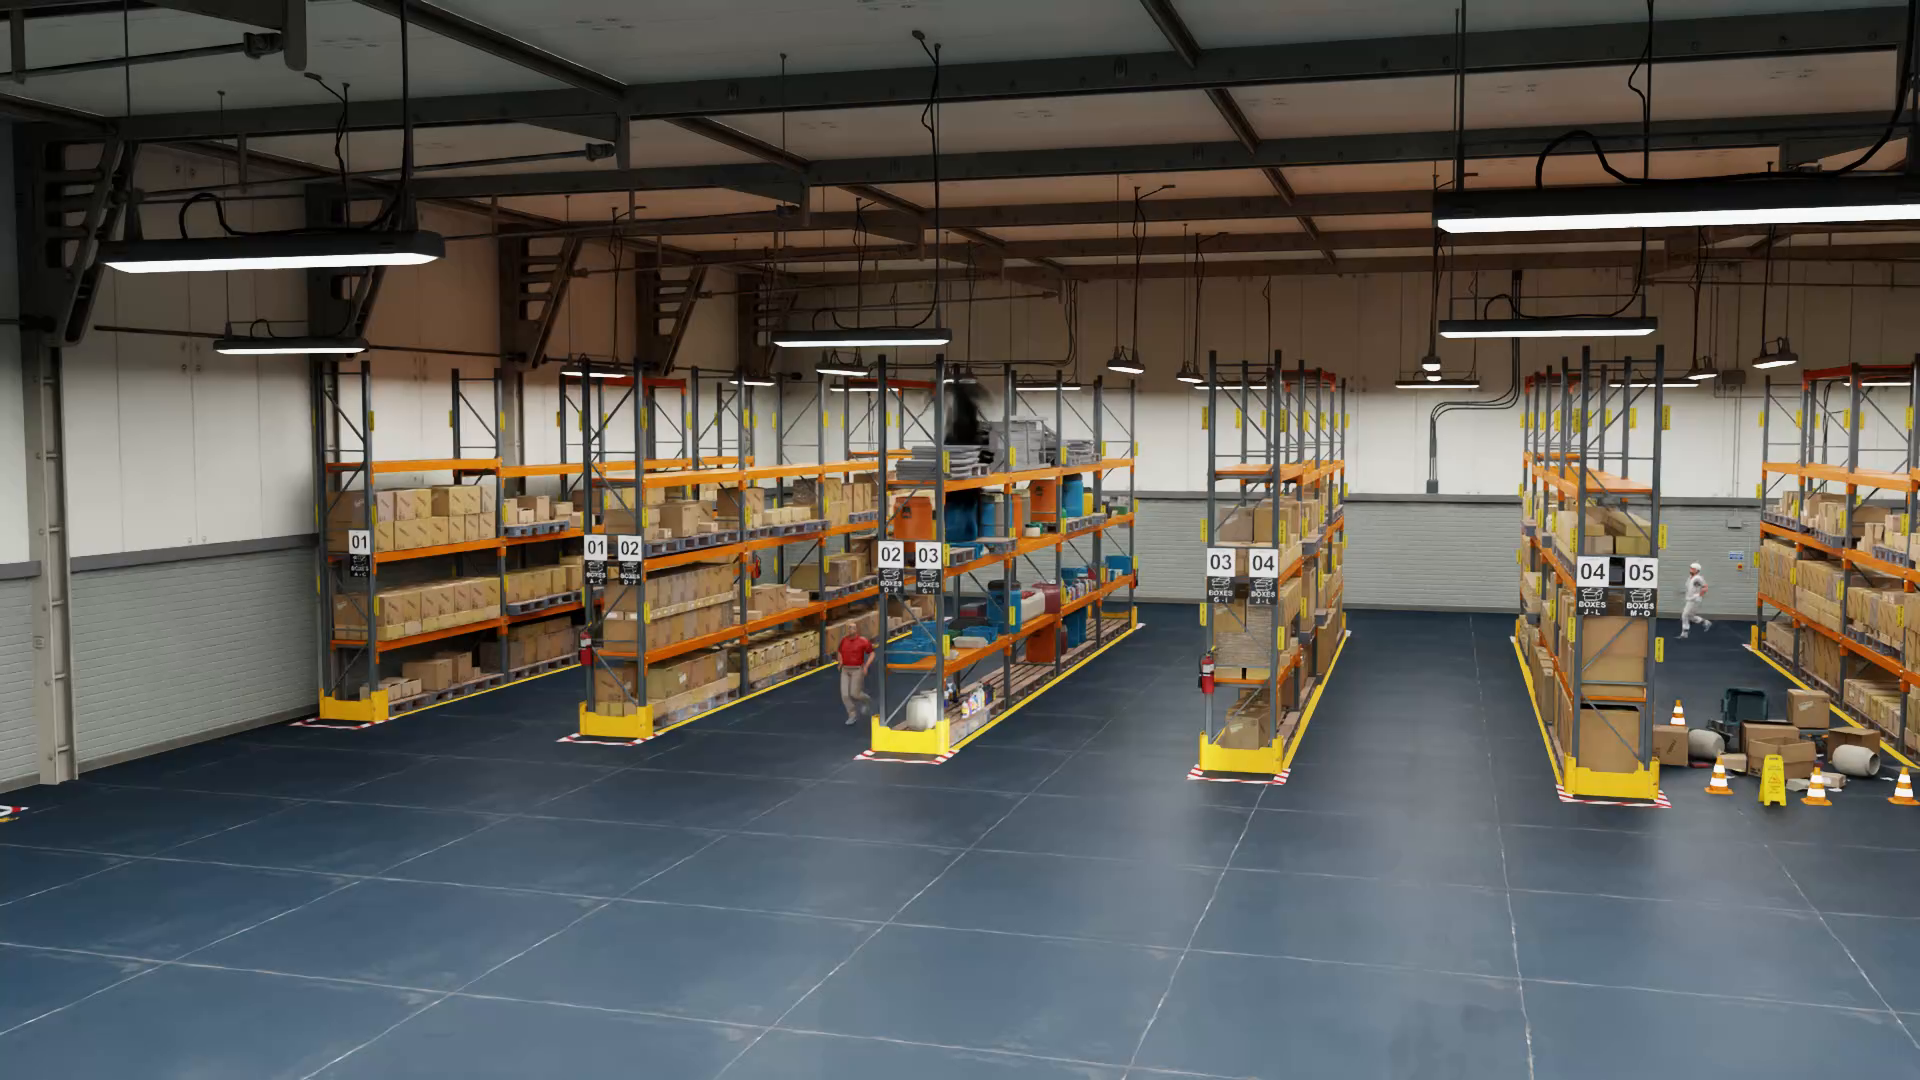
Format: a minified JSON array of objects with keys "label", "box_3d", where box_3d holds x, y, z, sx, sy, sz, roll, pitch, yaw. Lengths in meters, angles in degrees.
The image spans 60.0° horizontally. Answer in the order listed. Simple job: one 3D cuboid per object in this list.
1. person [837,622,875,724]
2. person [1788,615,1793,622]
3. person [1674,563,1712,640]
[{"label":"person","box_3d":[-1.759,2.203,27.631,0.665,1.681,0.603,2,4,23]},{"label":"person","box_3d":[18.867,1.519,37.273,0.643,1.653,0.607,-3,5,-32]},{"label":"person","box_3d":[16.816,1.408,38.046,0.863,1.771,0.657,0,4,5]}]
